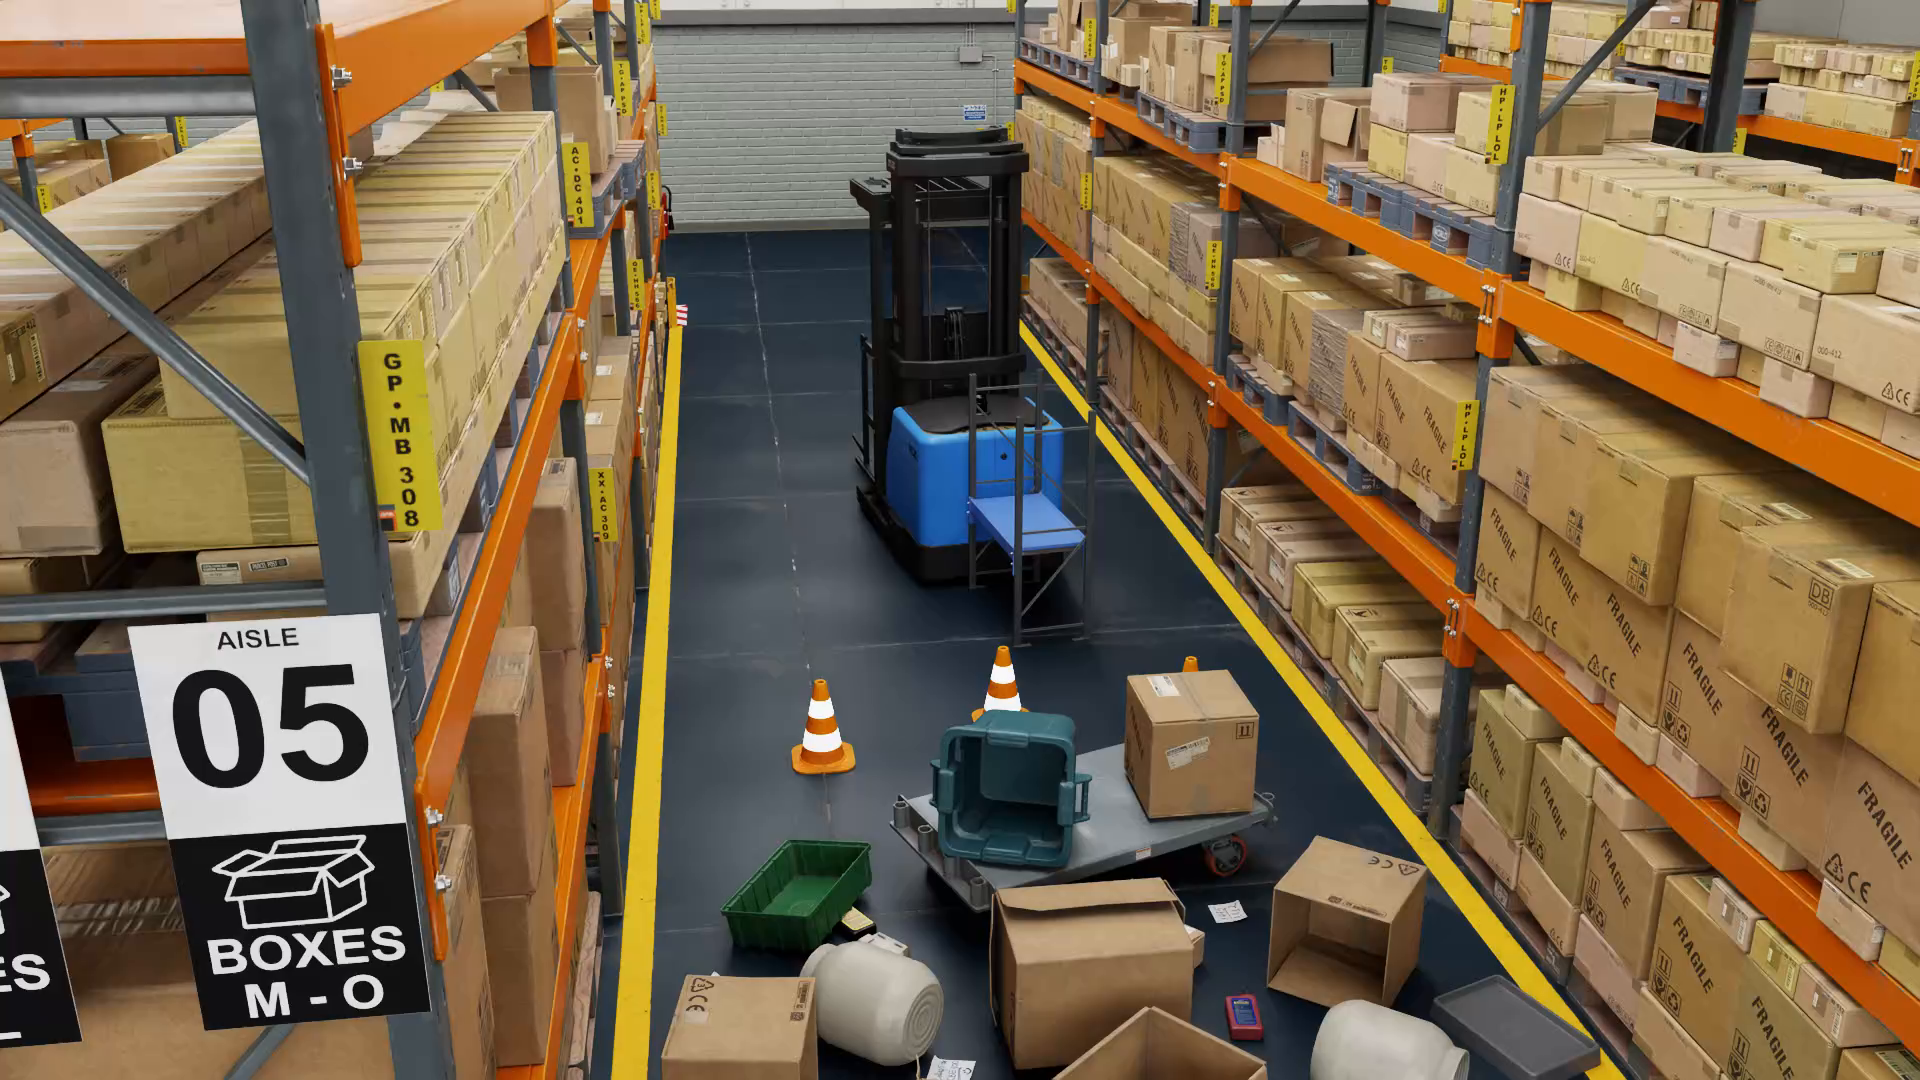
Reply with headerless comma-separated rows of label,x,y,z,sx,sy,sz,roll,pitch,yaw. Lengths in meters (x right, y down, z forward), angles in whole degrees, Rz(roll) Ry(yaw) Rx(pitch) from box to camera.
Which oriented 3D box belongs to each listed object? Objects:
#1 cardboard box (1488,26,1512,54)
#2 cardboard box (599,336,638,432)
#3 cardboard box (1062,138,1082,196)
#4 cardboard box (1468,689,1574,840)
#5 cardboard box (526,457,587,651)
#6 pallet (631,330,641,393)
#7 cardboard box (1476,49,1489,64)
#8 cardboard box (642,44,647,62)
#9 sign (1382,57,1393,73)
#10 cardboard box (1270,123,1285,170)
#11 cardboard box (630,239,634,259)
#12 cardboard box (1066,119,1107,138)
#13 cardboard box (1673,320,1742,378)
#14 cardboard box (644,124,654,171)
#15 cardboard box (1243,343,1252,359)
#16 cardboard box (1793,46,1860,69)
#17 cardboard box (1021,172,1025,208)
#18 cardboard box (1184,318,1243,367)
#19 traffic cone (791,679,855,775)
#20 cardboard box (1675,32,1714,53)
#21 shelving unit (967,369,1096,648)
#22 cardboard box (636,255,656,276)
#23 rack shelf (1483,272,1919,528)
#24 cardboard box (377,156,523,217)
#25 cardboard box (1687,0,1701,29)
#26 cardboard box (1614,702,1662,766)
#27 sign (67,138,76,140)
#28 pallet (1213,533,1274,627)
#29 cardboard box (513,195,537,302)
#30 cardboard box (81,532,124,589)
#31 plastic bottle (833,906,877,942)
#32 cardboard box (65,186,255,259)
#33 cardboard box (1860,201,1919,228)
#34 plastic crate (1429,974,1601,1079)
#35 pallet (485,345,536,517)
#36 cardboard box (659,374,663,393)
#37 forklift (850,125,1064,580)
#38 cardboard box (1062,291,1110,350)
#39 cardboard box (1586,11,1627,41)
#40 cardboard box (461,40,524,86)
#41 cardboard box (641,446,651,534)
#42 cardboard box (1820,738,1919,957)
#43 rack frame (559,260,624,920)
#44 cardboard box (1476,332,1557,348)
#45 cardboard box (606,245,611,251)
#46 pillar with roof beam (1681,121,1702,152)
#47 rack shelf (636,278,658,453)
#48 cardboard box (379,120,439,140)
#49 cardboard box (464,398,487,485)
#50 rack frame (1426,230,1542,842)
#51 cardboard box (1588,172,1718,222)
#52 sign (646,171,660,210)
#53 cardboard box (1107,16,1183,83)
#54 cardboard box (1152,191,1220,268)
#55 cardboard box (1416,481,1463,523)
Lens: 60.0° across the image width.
cardboard box,5.970,-5.321,17.676,0.500,0.250,0.500,-4,21,-9
cardboard box,-2.290,-0.965,10.369,0.500,0.500,0.500,-3,21,-8
cardboard box,1.280,-3.571,15.917,0.500,0.500,0.500,-3,21,-9
cardboard box,2.658,0.998,7.515,0.500,0.500,0.500,-2,21,-5
cardboard box,-1.830,0.063,6.004,0.875,0.550,0.550,-3,21,-8
pallet,-2.828,-1.212,11.448,1.213,0.211,1.003,-3,21,-8
cardboard box,5.855,-5.261,18.088,0.380,0.149,0.250,-2,21,-7
cardboard box,-3.155,-4.541,15.299,0.500,0.250,0.500,-3,21,-7
sign,2.801,-3.019,10.986,0.100,0.325,0.005,-3,21,-8
cardboard box,2.177,-2.481,10.477,0.396,0.266,0.258,-3,21,-8
cardboard box,-2.872,-2.359,13.578,0.380,0.149,0.250,-2,21,-5
cardboard box,1.245,-3.995,16.126,0.380,0.149,0.250,-3,21,-8
cardboard box,2.741,-0.676,5.812,0.380,0.149,0.250,-3,21,-9
cardboard box,-3.153,-3.623,15.632,0.500,0.500,0.500,-3,21,-7
cardboard box,2.126,-1.302,11.174,0.380,0.149,0.250,-4,21,-11
cardboard box,6.684,-3.724,12.831,0.380,0.149,0.250,-3,21,-9
cardboard box,0.895,-3.981,18.445,0.500,0.500,0.500,-3,21,-8
cardboard box,1.934,-1.437,11.990,0.500,0.250,0.500,-4,21,-10
traffic cone,-0.743,0.973,8.951,0.336,0.463,0.334,-3,21,-8
cardboard box,6.374,-4.260,14.238,0.380,0.149,0.250,-3,21,-9
shelving unit,0.440,-0.226,10.677,0.538,1.500,1.048,-6,21,-15
cardboard box,-2.914,-2.442,14.827,0.380,0.149,0.250,-2,21,-6
rack shelf,3.128,-0.336,5.569,1.077,0.370,4.000,-3,21,-8
cardboard box,-1.494,-1.032,4.882,0.380,0.149,0.250,-3,21,-8
cardboard box,6.710,-4.743,14.941,0.396,0.266,0.258,-3,21,-9
cardboard box,2.743,0.726,6.343,0.380,0.149,0.250,-3,21,-7
sign,-9.246,-4.032,17.373,0.100,0.325,0.005,-3,21,-8
pallet,2.375,0.232,11.293,1.003,0.211,1.213,-3,21,-8
cardboard box,-1.576,-0.887,5.064,0.500,0.250,0.500,-3,21,-8
cardboard box,-1.886,-0.007,3.276,0.380,0.149,0.250,-3,21,-7
plastic bottle,-0.510,1.721,7.522,0.133,0.061,0.283,-15,25,-35
cardboard box,-2.071,-0.823,4.321,0.380,0.149,0.250,-3,21,-7
cardboard box,3.355,-1.077,5.744,0.380,0.149,0.250,-3,21,-7
plastic crate,2.255,1.993,6.767,0.402,0.080,0.583,-11,23,-26
pallet,-1.763,-0.334,4.662,1.003,0.211,1.213,-3,21,-8
cardboard box,-2.931,-1.449,15.282,0.380,0.149,0.250,-4,21,-10
forklift,-0.170,-1.585,12.271,1.130,2.935,3.031,-6,21,-15
cardboard box,1.573,-2.259,17.039,0.875,0.438,0.875,-4,21,-9
cardboard box,6.287,-4.853,15.709,0.500,0.250,0.500,-3,21,-8
cardboard box,-2.936,-2.998,10.432,0.396,0.266,0.258,-3,21,-8
cardboard box,-2.470,-0.344,11.822,0.500,0.500,0.500,-4,21,-10
cardboard box,2.998,0.891,4.975,0.500,0.500,0.500,-3,21,-8
rack frame,-2.044,0.325,7.060,1.000,3.000,0.127,-3,21,-8
cardboard box,2.926,-0.865,9.077,0.500,0.500,0.500,-3,21,-8
cardboard box,-2.718,-2.129,12.539,0.380,0.149,0.250,-3,21,-9
pillar with roof beam,3.130,-5.861,15.048,9.100,9.000,0.400,-3,21,-8
rack shelf,-2.909,-1.416,12.748,1.077,0.370,4.000,-3,21,-8
cardboard box,-2.514,-1.878,8.055,0.500,0.311,0.500,-4,21,-10
cardboard box,-1.309,-0.219,3.844,0.380,0.149,0.250,-3,21,-7
rack frame,2.840,0.040,7.822,1.000,3.000,0.127,-3,21,-8
cardboard box,2.658,-1.315,6.382,0.380,0.149,0.250,-4,21,-10
sign,-2.648,-3.017,14.352,0.100,0.325,0.005,-3,21,-8
cardboard box,1.527,-4.059,13.766,0.500,0.500,0.500,-3,21,-9
cardboard box,1.783,-2.376,12.717,0.500,0.500,0.500,-3,21,-8
cardboard box,2.493,-0.203,8.232,0.380,0.149,0.250,-3,21,-7
